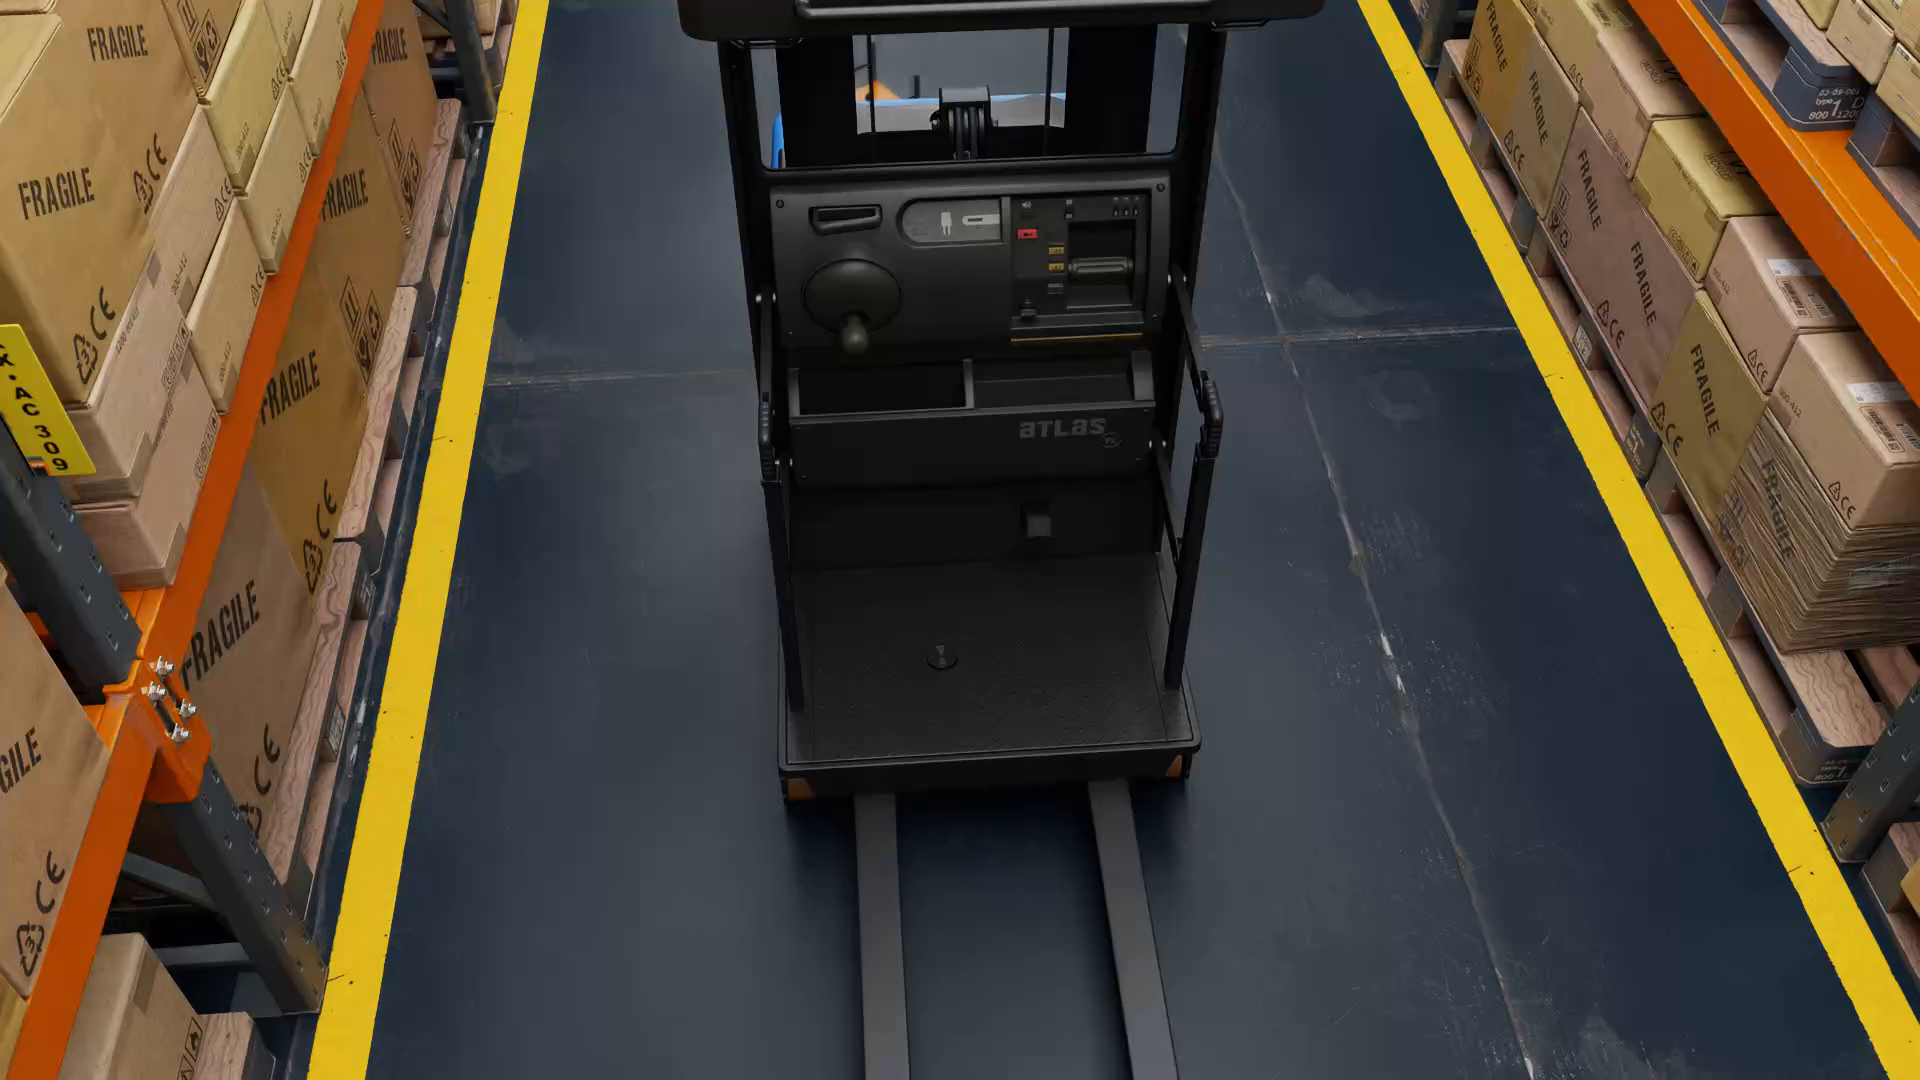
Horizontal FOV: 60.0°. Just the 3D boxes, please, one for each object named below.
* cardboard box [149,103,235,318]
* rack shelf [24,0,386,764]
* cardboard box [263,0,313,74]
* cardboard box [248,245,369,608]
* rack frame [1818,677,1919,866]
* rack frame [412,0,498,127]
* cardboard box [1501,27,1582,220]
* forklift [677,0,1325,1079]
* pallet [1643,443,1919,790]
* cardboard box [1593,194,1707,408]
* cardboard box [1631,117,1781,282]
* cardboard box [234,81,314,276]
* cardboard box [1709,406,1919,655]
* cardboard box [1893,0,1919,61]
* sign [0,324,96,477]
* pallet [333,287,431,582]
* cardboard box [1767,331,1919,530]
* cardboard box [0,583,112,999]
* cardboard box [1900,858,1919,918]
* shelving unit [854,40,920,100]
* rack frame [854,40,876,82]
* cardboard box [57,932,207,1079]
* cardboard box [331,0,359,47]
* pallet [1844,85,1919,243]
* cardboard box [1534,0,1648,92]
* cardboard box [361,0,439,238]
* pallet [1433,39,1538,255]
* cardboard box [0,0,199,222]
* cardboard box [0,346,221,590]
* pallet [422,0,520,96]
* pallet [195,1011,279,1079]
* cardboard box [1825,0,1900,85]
[{"bbox_3d":[-1.920,-0.697,3.603,0.500,0.250,0.500,-3,47,-3],"label":"cardboard box"},{"bbox_3d":[-2.260,-1.065,4.689,1.077,0.370,4.000,-3,47,-3],"label":"rack shelf"},{"bbox_3d":[-1.980,-1.430,4.297,0.500,0.250,0.500,-5,47,-4],"label":"cardboard box"},{"bbox_3d":[-2.307,-0.376,4.715,0.875,0.875,0.875,-2,47,-2],"label":"cardboard box"},{"bbox_3d":[2.832,-0.240,3.411,1.000,3.000,0.127,-3,47,-3],"label":"rack frame"},{"bbox_3d":[-2.427,-2.760,5.798,1.000,3.000,0.127,-3,47,-3],"label":"rack frame"},{"bbox_3d":[2.348,-1.528,6.063,0.500,0.500,0.500,-3,47,-3],"label":"cardboard box"},{"bbox_3d":[0.046,-0.552,3.754,1.130,2.935,3.031,-3,47,-3],"label":"forklift"},{"bbox_3d":[2.765,0.156,4.957,1.003,0.211,1.213,-3,47,-3],"label":"pallet"},{"bbox_3d":[2.438,-0.787,5.362,0.500,0.500,0.500,-4,47,-4],"label":"cardboard box"},{"bbox_3d":[2.430,-1.060,5.104,0.500,0.250,0.500,-5,47,-5],"label":"cardboard box"},{"bbox_3d":[-1.938,-0.895,4.135,0.500,0.250,0.500,-4,47,-4],"label":"cardboard box"},{"bbox_3d":[2.519,-0.045,4.659,0.500,0.500,0.500,-4,47,-4],"label":"cardboard box"},{"bbox_3d":[2.534,-1.244,4.041,0.380,0.149,0.250,-5,47,-5],"label":"cardboard box"},{"bbox_3d":[-1.539,-0.226,2.747,0.100,0.325,0.005,-3,47,-3],"label":"sign"},{"bbox_3d":[-2.337,-0.345,5.432,1.003,0.211,1.213,-3,47,-3],"label":"pallet"},{"bbox_3d":[2.518,-0.306,4.390,0.500,0.250,0.500,-5,47,-4],"label":"cardboard box"},{"bbox_3d":[-1.799,0.420,2.718,0.500,0.500,0.500,-3,47,-3],"label":"cardboard box"},{"bbox_3d":[2.542,0.879,4.026,0.380,0.149,0.250,-5,47,-5],"label":"cardboard box"},{"bbox_3d":[-0.282,-1.121,5.589,0.215,1.050,0.252,-28,53,-24],"label":"shelving unit"},{"bbox_3d":[-0.354,-1.192,5.656,0.200,1.050,0.008,-28,53,-24],"label":"rack frame"},{"bbox_3d":[-2.146,1.332,3.398,0.875,0.438,0.875,-4,47,-4],"label":"cardboard box"},{"bbox_3d":[-2.041,-1.624,4.826,0.500,0.250,0.500,-4,47,-4],"label":"cardboard box"},{"bbox_3d":[2.913,-0.736,4.013,1.003,0.211,1.213,-3,47,-3],"label":"pallet"},{"bbox_3d":[2.356,-1.796,5.801,0.500,0.250,0.500,-4,47,-4],"label":"cardboard box"},{"bbox_3d":[-2.452,-1.669,5.939,0.875,0.875,0.875,-4,47,-4],"label":"cardboard box"},{"bbox_3d":[2.561,-1.610,6.629,1.003,0.211,1.213,-3,47,-3],"label":"pallet"},{"bbox_3d":[-1.913,-0.946,3.323,0.500,0.500,0.500,-4,47,-4],"label":"cardboard box"},{"bbox_3d":[-1.866,-0.149,3.428,0.500,0.250,0.500,-4,47,-4],"label":"cardboard box"},{"bbox_3d":[-2.491,-2.366,7.346,1.003,0.211,1.213,-3,47,-3],"label":"pallet"},{"bbox_3d":[-2.106,1.648,3.544,1.003,0.211,1.213,-3,47,-3],"label":"pallet"},{"bbox_3d":[2.511,-1.324,4.322,0.380,0.149,0.250,-5,47,-5],"label":"cardboard box"}]
